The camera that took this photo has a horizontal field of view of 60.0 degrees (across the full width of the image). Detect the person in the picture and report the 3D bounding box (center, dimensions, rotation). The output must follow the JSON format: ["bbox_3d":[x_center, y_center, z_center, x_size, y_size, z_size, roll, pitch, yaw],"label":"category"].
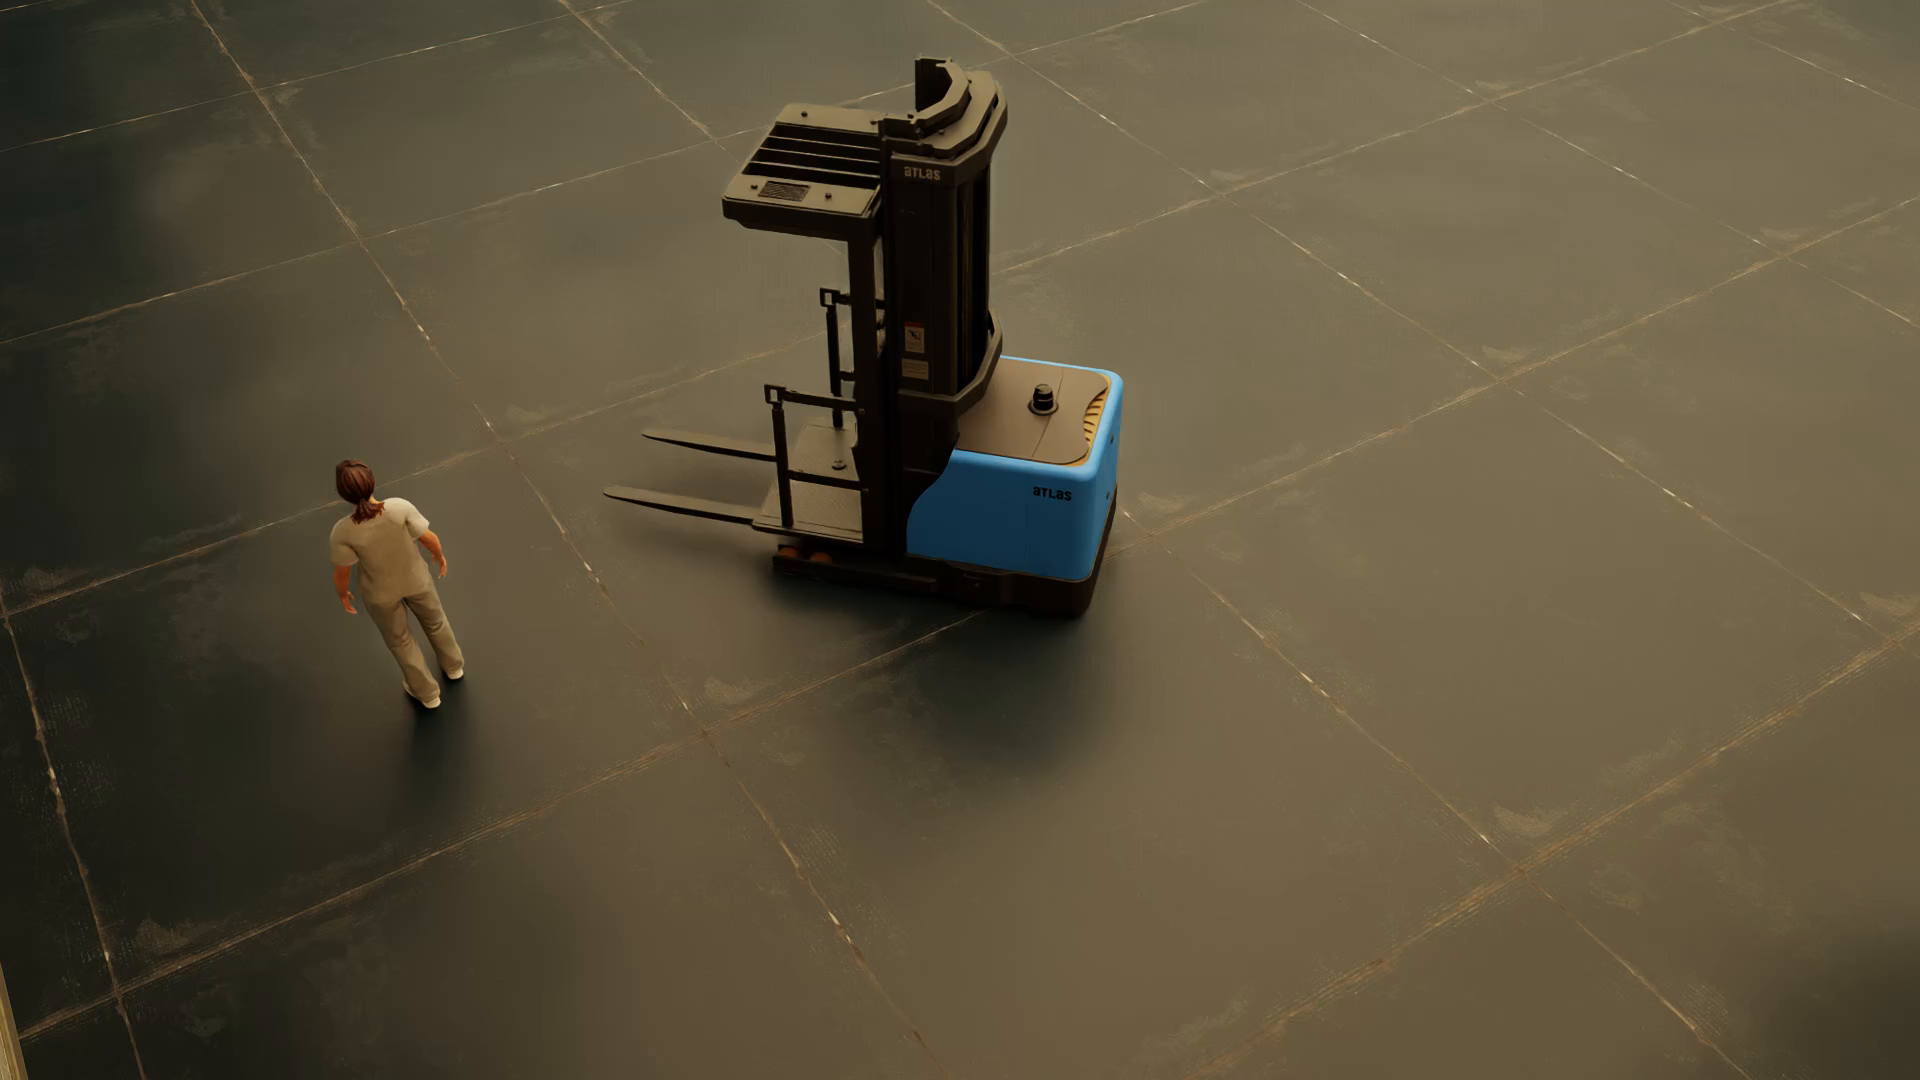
[{"bbox_3d":[-2.945,0.193,8.603,0.566,1.679,0.536,-24,46,-25],"label":"person"}]

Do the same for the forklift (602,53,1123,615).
[{"bbox_3d":[-0.622,-1.192,9.236,3.031,2.935,1.130,9,42,10],"label":"forklift"}]
